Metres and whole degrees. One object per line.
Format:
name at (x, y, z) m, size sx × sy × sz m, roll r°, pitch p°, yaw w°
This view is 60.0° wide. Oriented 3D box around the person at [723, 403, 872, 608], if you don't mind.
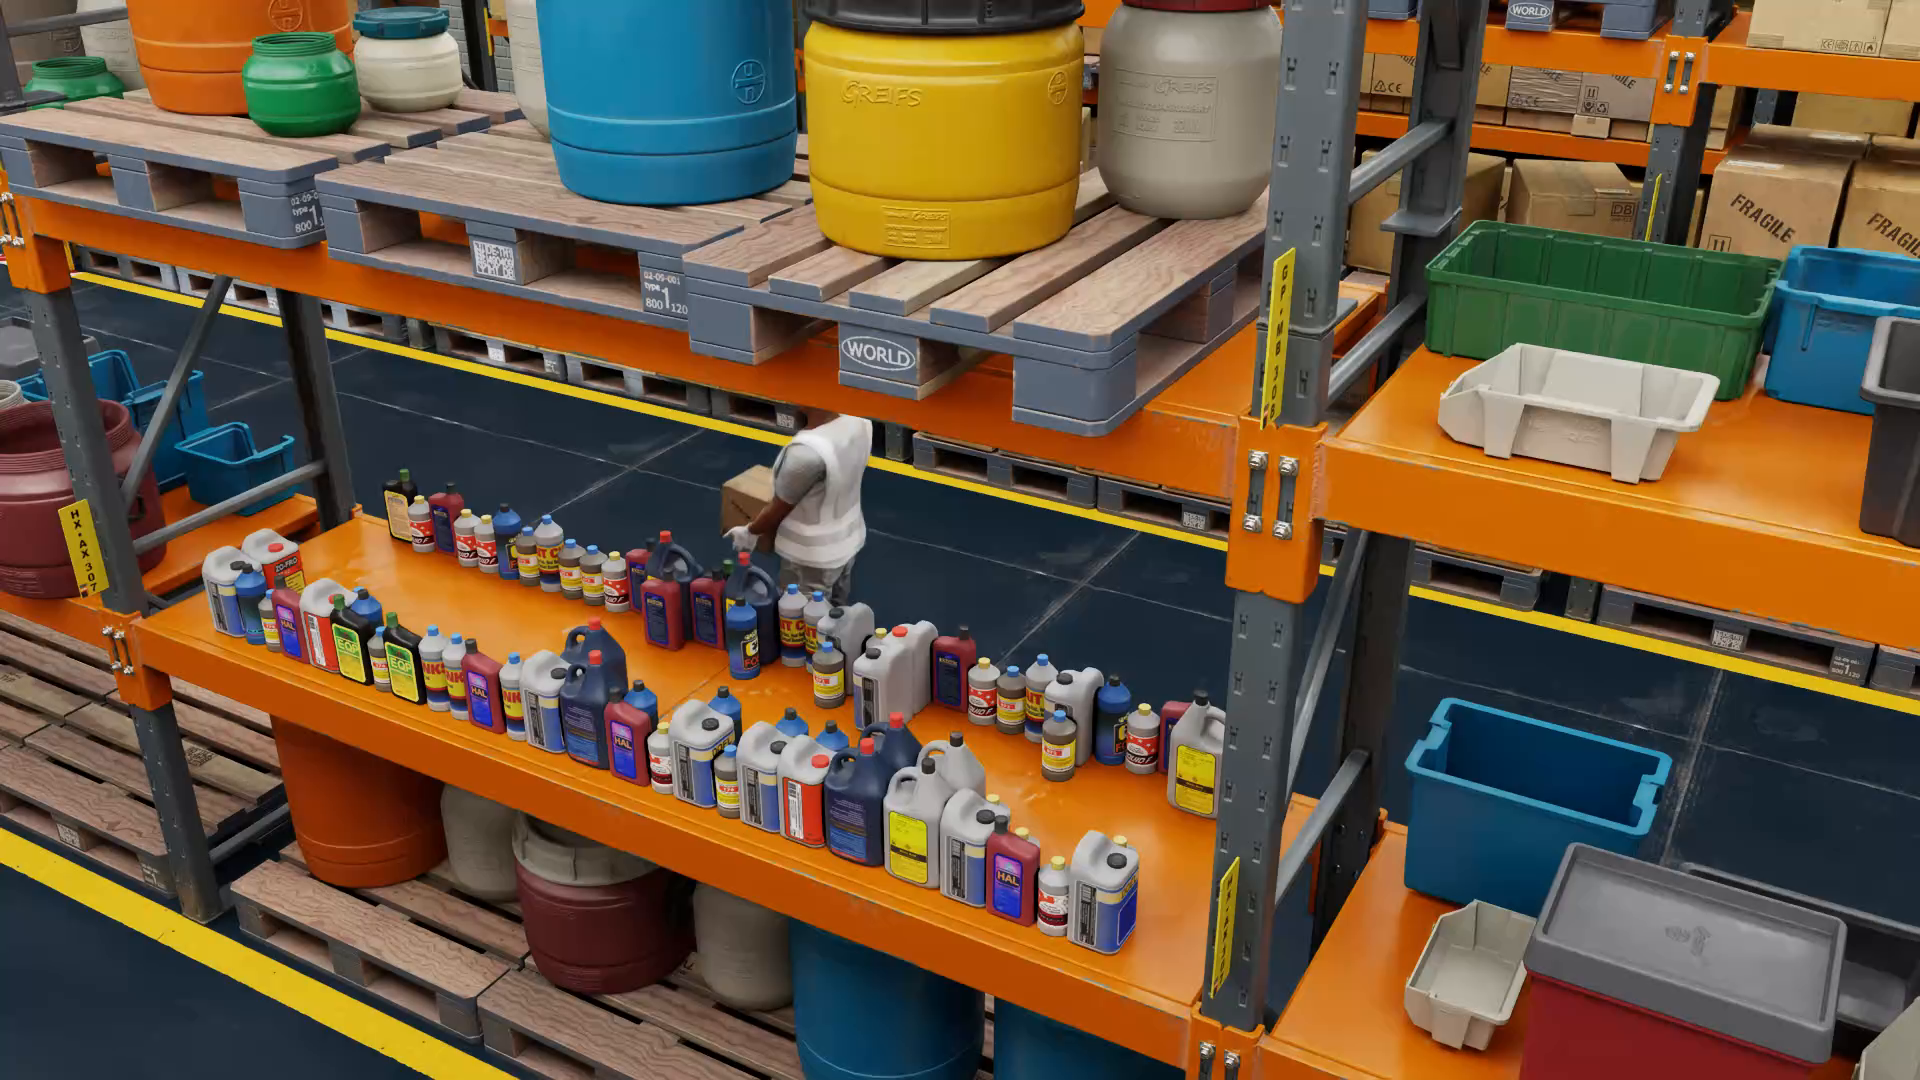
person at (-0.680, 0.027, 7.034) m, size 0.569 × 1.787 × 0.502 m, roll 10°, pitch 28°, yaw 19°
